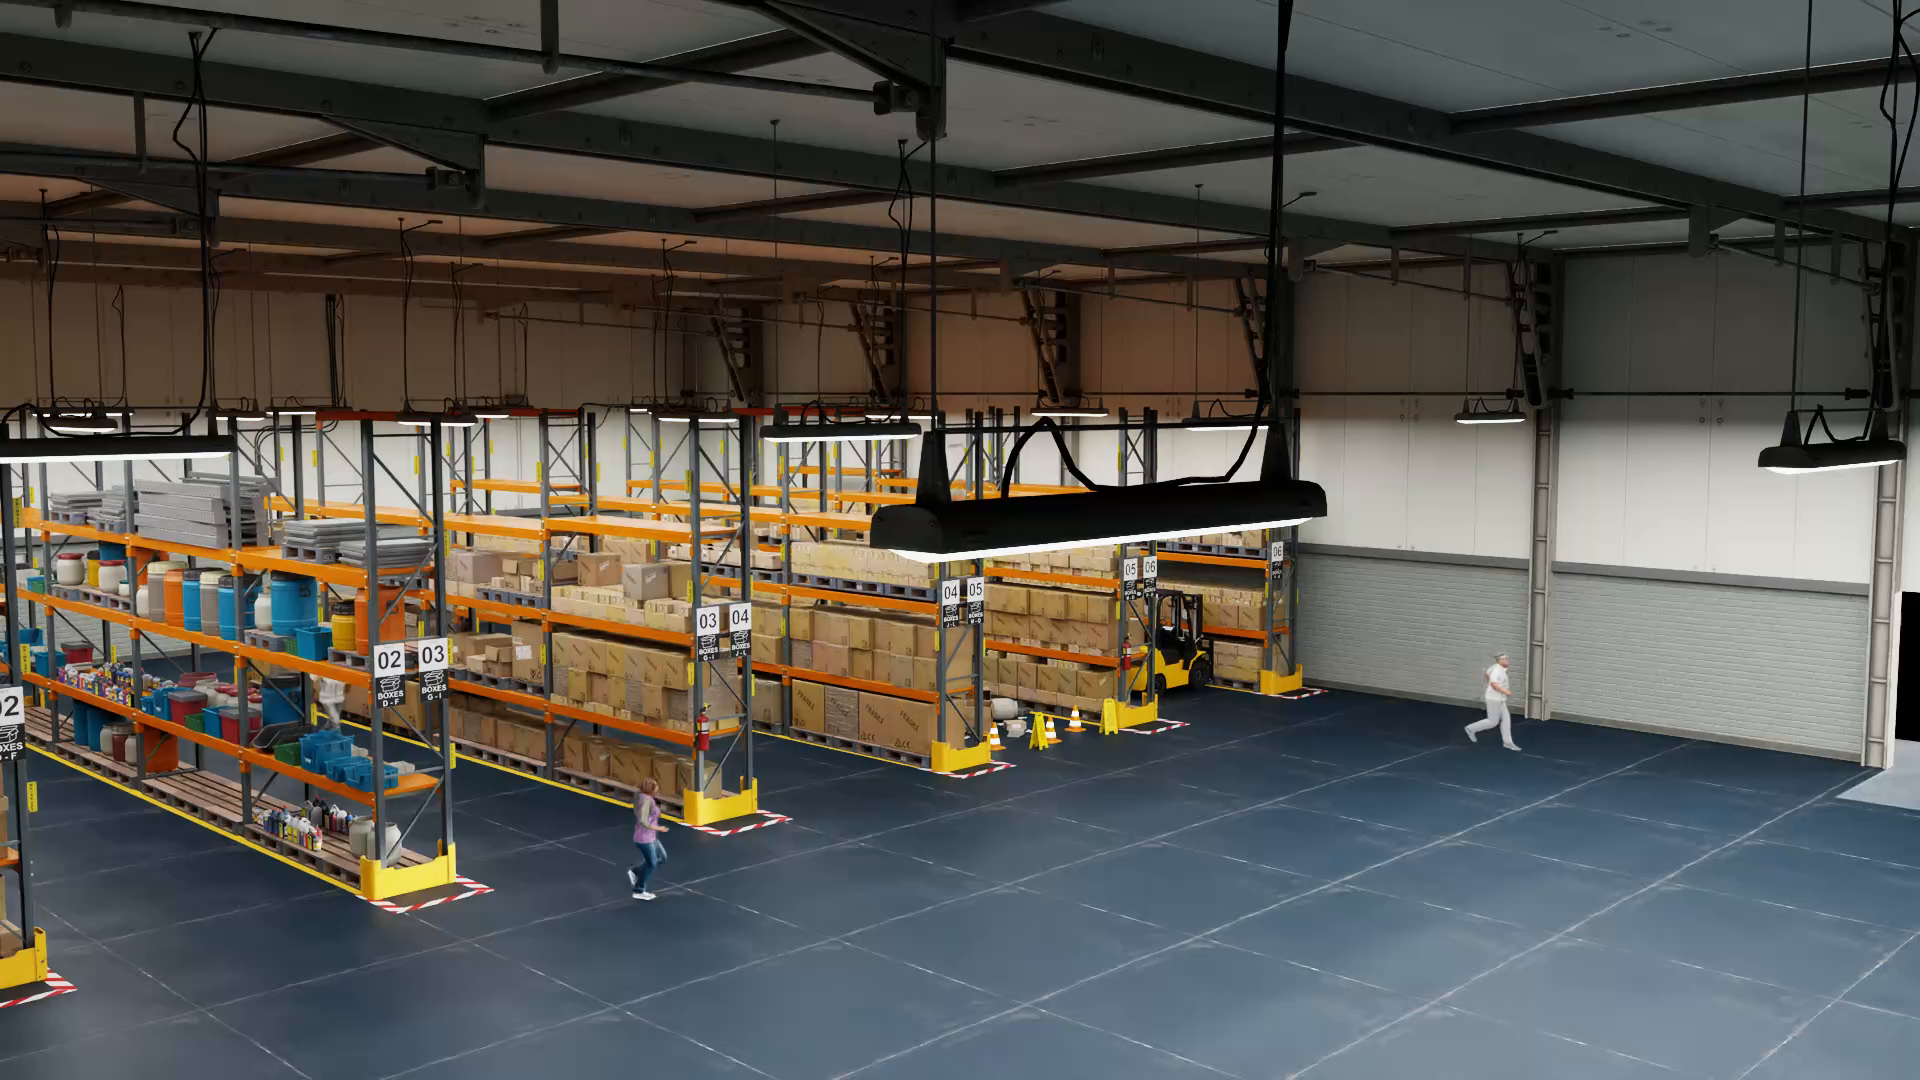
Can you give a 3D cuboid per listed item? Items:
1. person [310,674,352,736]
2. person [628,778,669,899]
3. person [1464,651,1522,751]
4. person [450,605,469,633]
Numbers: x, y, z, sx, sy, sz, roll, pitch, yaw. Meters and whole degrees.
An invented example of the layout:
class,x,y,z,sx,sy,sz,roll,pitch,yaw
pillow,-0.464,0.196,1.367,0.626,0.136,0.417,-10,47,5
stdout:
class,x,y,z,sx,sy,sz,roll,pitch,yaw
person,-11.065,2.855,29.325,1.040,1.765,0.727,5,7,43
person,-3.886,3.726,20.732,0.515,1.557,0.546,-1,5,-9
person,9.500,2.842,29.575,0.983,1.779,0.686,2,5,19
person,-12.071,1.931,40.424,0.624,1.649,0.670,-2,5,-21
